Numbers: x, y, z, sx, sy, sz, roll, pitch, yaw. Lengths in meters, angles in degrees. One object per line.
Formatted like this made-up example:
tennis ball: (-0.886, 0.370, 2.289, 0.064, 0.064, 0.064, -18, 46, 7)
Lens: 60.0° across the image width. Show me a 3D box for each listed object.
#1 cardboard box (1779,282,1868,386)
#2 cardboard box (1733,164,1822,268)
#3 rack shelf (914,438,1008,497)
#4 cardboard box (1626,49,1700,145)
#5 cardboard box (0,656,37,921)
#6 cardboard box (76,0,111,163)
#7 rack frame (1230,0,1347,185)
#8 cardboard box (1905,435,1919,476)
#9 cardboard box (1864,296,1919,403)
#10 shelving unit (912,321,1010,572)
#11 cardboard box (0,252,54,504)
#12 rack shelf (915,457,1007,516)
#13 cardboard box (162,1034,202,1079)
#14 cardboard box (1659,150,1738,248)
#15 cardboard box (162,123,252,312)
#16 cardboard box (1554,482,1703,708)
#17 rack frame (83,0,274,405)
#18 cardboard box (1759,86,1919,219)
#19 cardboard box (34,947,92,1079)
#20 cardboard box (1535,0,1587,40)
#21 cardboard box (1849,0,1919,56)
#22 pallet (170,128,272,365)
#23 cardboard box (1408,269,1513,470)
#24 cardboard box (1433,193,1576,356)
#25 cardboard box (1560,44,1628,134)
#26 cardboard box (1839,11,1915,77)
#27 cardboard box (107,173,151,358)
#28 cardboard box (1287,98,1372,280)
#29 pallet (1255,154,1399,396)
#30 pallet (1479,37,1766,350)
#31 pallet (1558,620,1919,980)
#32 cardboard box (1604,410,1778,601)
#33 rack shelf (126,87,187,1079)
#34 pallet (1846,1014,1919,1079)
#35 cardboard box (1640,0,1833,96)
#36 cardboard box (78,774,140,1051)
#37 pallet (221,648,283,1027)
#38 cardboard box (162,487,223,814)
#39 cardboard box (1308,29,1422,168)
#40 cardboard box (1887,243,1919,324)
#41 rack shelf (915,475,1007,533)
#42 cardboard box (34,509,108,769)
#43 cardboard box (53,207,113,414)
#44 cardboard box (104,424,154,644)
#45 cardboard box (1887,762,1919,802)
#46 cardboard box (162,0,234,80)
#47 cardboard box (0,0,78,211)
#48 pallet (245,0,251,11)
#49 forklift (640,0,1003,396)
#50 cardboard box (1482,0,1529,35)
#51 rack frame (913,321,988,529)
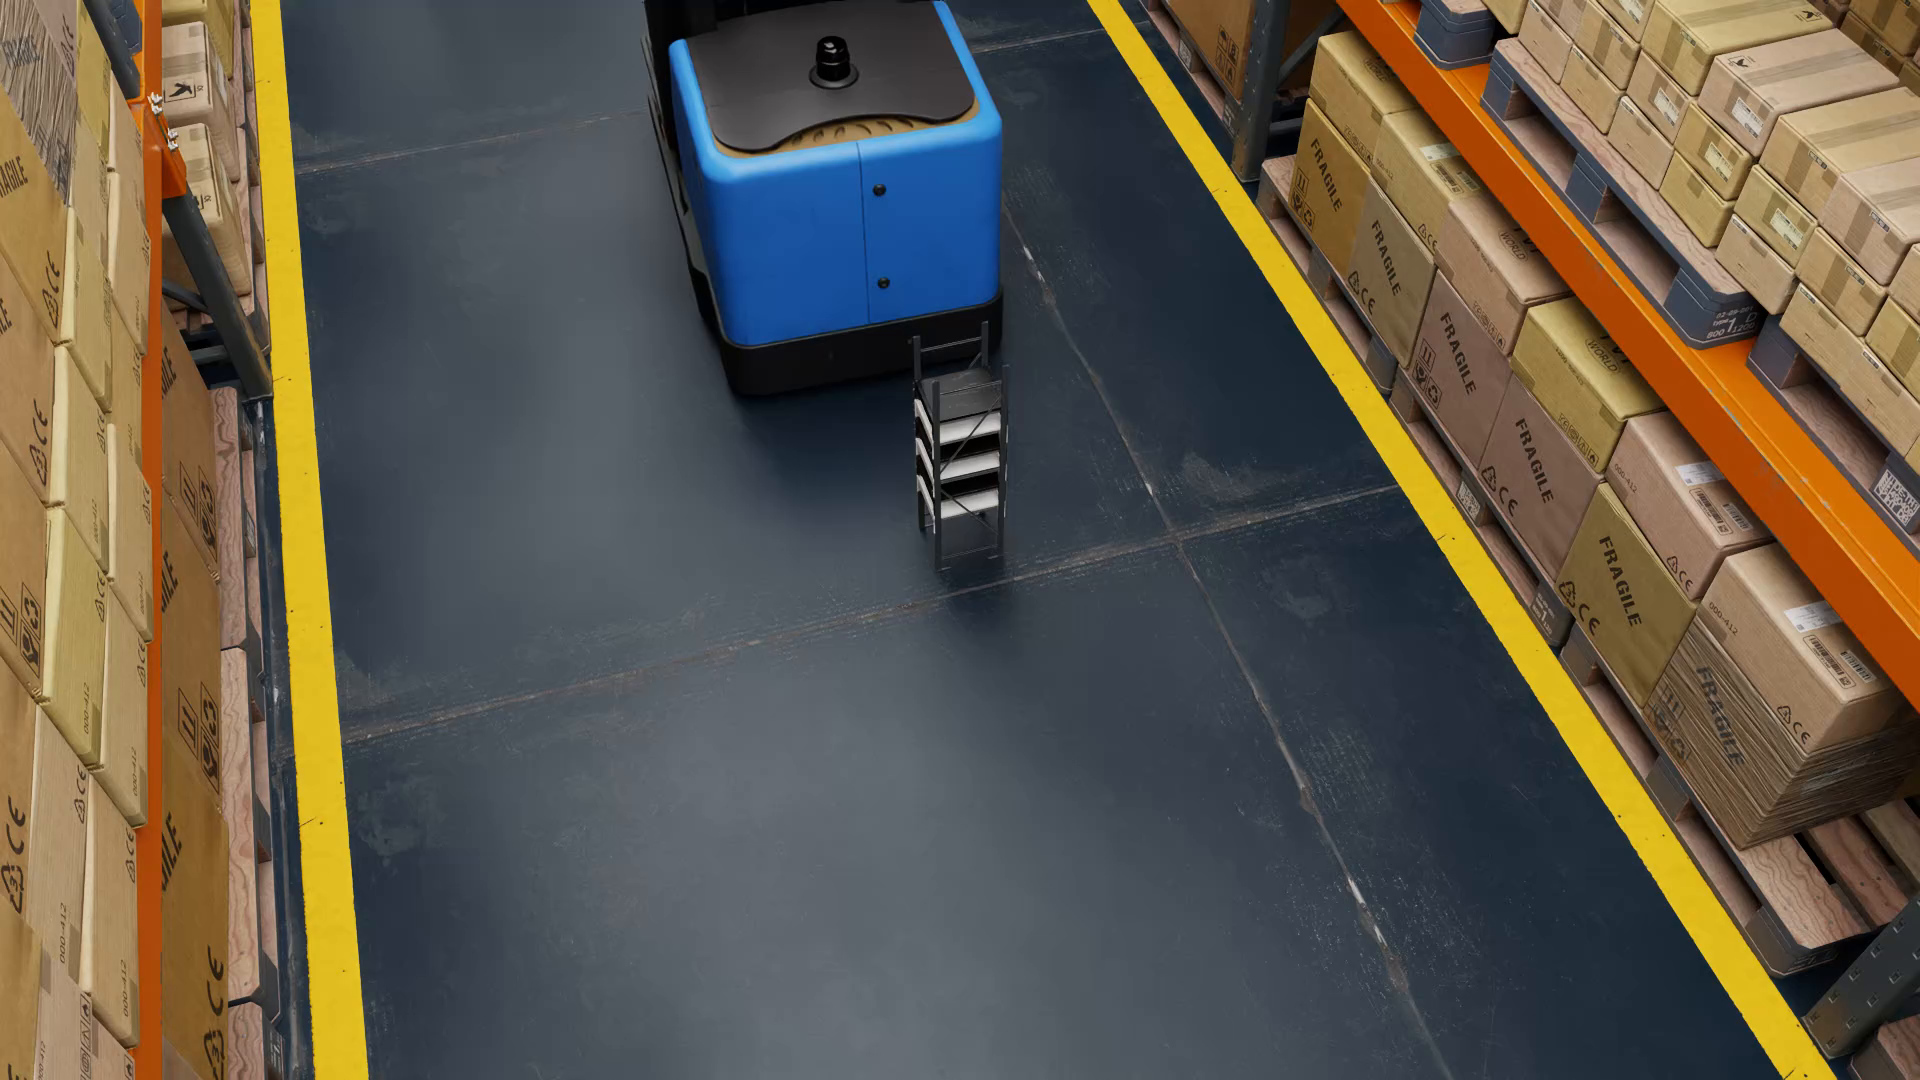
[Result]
cardboard box: (2.301, -0.554, 4.145, 0.380, 0.149, 0.250, -16, 52, -13)
cardboard box: (2.213, -0.859, 4.207, 0.380, 0.149, 0.250, -16, 52, -13)
rack shelf: (0.002, -0.263, 5.426, 0.258, 0.077, 0.200, -13, 51, -11)
cardboard box: (2.064, -1.236, 4.525, 0.380, 0.149, 0.250, -12, 51, -10)
cardboard box: (-1.901, 0.387, 2.742, 0.500, 0.500, 0.500, -14, 51, -11)
cardboard box: (-2.666, -1.244, 4.608, 0.500, 0.250, 0.500, -13, 51, -11)
rack frame: (1.647, -2.621, 5.998, 1.000, 3.000, 0.127, -13, 51, -11)
cardboard box: (2.446, -0.189, 3.837, 0.380, 0.149, 0.250, -13, 51, -11)
cardboard box: (2.374, -0.470, 3.879, 0.380, 0.149, 0.250, -11, 51, -9)
shelving unit: (0.002, -0.284, 5.401, 0.258, 0.900, 0.210, -13, 51, -11)
cardboard box: (-2.206, -0.356, 3.368, 0.500, 0.500, 0.500, -14, 51, -12)
rack shelf: (0.002, -0.205, 5.495, 0.258, 0.077, 0.200, -13, 51, -11)
cardboard box: (-2.128, 1.608, 3.547, 0.875, 0.875, 0.875, -12, 51, -10)
cardboard box: (2.135, -0.950, 4.478, 0.380, 0.149, 0.250, -11, 51, -9)
cardboard box: (-3.209, -1.131, 6.186, 0.950, 0.372, 0.625, -16, 52, -13)
cardboard box: (2.219, 0.113, 5.053, 0.500, 0.500, 0.500, -14, 51, -12)
rack frame: (-3.052, -1.428, 4.992, 1.000, 3.000, 0.127, -13, 51, -11)
cardboard box: (2.223, -0.952, 4.091, 0.380, 0.149, 0.250, -15, 51, -12)
cardboard box: (-1.729, 0.996, 2.720, 0.500, 0.250, 0.500, -15, 51, -12)
cardboard box: (1.910, -1.615, 4.844, 0.380, 0.149, 0.250, -13, 51, -11)
cardboard box: (2.687, -1.477, 4.534, 0.380, 0.149, 0.250, -12, 51, -10)
pallet: (-3.281, -1.100, 6.539, 1.003, 0.211, 1.213, -13, 51, -11)
cardboard box: (1.921, -0.636, 5.684, 0.500, 0.500, 0.500, -14, 51, -12)
cardboard box: (1.904, -0.899, 5.416, 0.500, 0.250, 0.500, -13, 51, -11)
cardboard box: (1.981, -1.335, 4.803, 0.380, 0.149, 0.250, -13, 51, -10)
cardboard box: (2.688, -1.383, 4.649, 0.380, 0.149, 0.250, -14, 51, -12)
cardboard box: (-2.488, -0.699, 4.476, 0.500, 0.250, 0.500, -12, 51, -10)
cardboard box: (1.613, -1.376, 6.309, 0.500, 0.500, 0.500, -15, 52, -13)
pallet: (1.877, -1.151, 6.582, 1.003, 0.211, 1.213, -13, 51, -11)
pallet: (2.272, -1.122, 4.860, 1.003, 0.211, 1.213, -13, 51, -11)
pallet: (2.598, 0.631, 5.080, 1.003, 0.211, 1.213, -13, 51, -11)
cardboard box: (2.229, -0.136, 4.773, 0.500, 0.250, 0.500, -11, 51, -9)
rack shelf: (-2.460, 0.265, 4.035, 1.077, 0.370, 4.000, -13, 51, -11)
pallet: (3.063, 1.682, 4.194, 1.003, 0.211, 1.213, -13, 51, -11)
cardboard box: (2.059, -1.343, 4.421, 0.380, 0.149, 0.250, -14, 51, -11)
cardboard box: (-1.901, 0.783, 3.226, 0.500, 0.250, 0.500, -14, 51, -12)
pallet: (-2.533, 0.953, 4.808, 1.003, 0.211, 1.213, -13, 51, -11)
cardboard box: (-2.667, 0.297, 4.652, 0.875, 0.875, 0.875, -13, 51, -11)
cardboard box: (1.620, -1.634, 6.035, 0.500, 0.250, 0.500, -15, 52, -13)
cardboard box: (2.370, -0.580, 3.777, 0.380, 0.149, 0.250, -15, 51, -12)
rack shelf: (0.002, -0.147, 5.564, 0.258, 0.077, 0.200, -13, 51, -11)
cardboard box: (-2.034, 0.247, 3.351, 0.500, 0.250, 0.500, -13, 51, -11)
cardboard box: (-2.340, -0.501, 3.982, 0.500, 0.250, 0.500, -15, 51, -12)
cardboard box: (-2.176, 0.038, 3.854, 0.500, 0.250, 0.500, -14, 51, -12)
cardboard box: (2.865, 0.371, 4.835, 0.500, 0.500, 0.500, -12, 51, -10)
cardboard box: (-3.654, -2.223, 7.107, 0.950, 0.372, 0.625, -12, 51, -10)
cardboard box: (-2.489, -1.091, 3.988, 0.500, 0.500, 0.500, -13, 51, -10)
pallet: (-4.003, -2.882, 8.042, 1.003, 0.211, 1.213, -13, 51, -11)
forklift: (-0.719, -2.629, 6.050, 1.130, 2.935, 3.031, -12, 51, -10)
cardboard box: (1.827, -1.713, 5.122, 0.380, 0.149, 0.250, -11, 51, -9)
rack frame: (-0.028, -0.358, 5.464, 0.240, 0.900, 0.006, -13, 51, -11)
